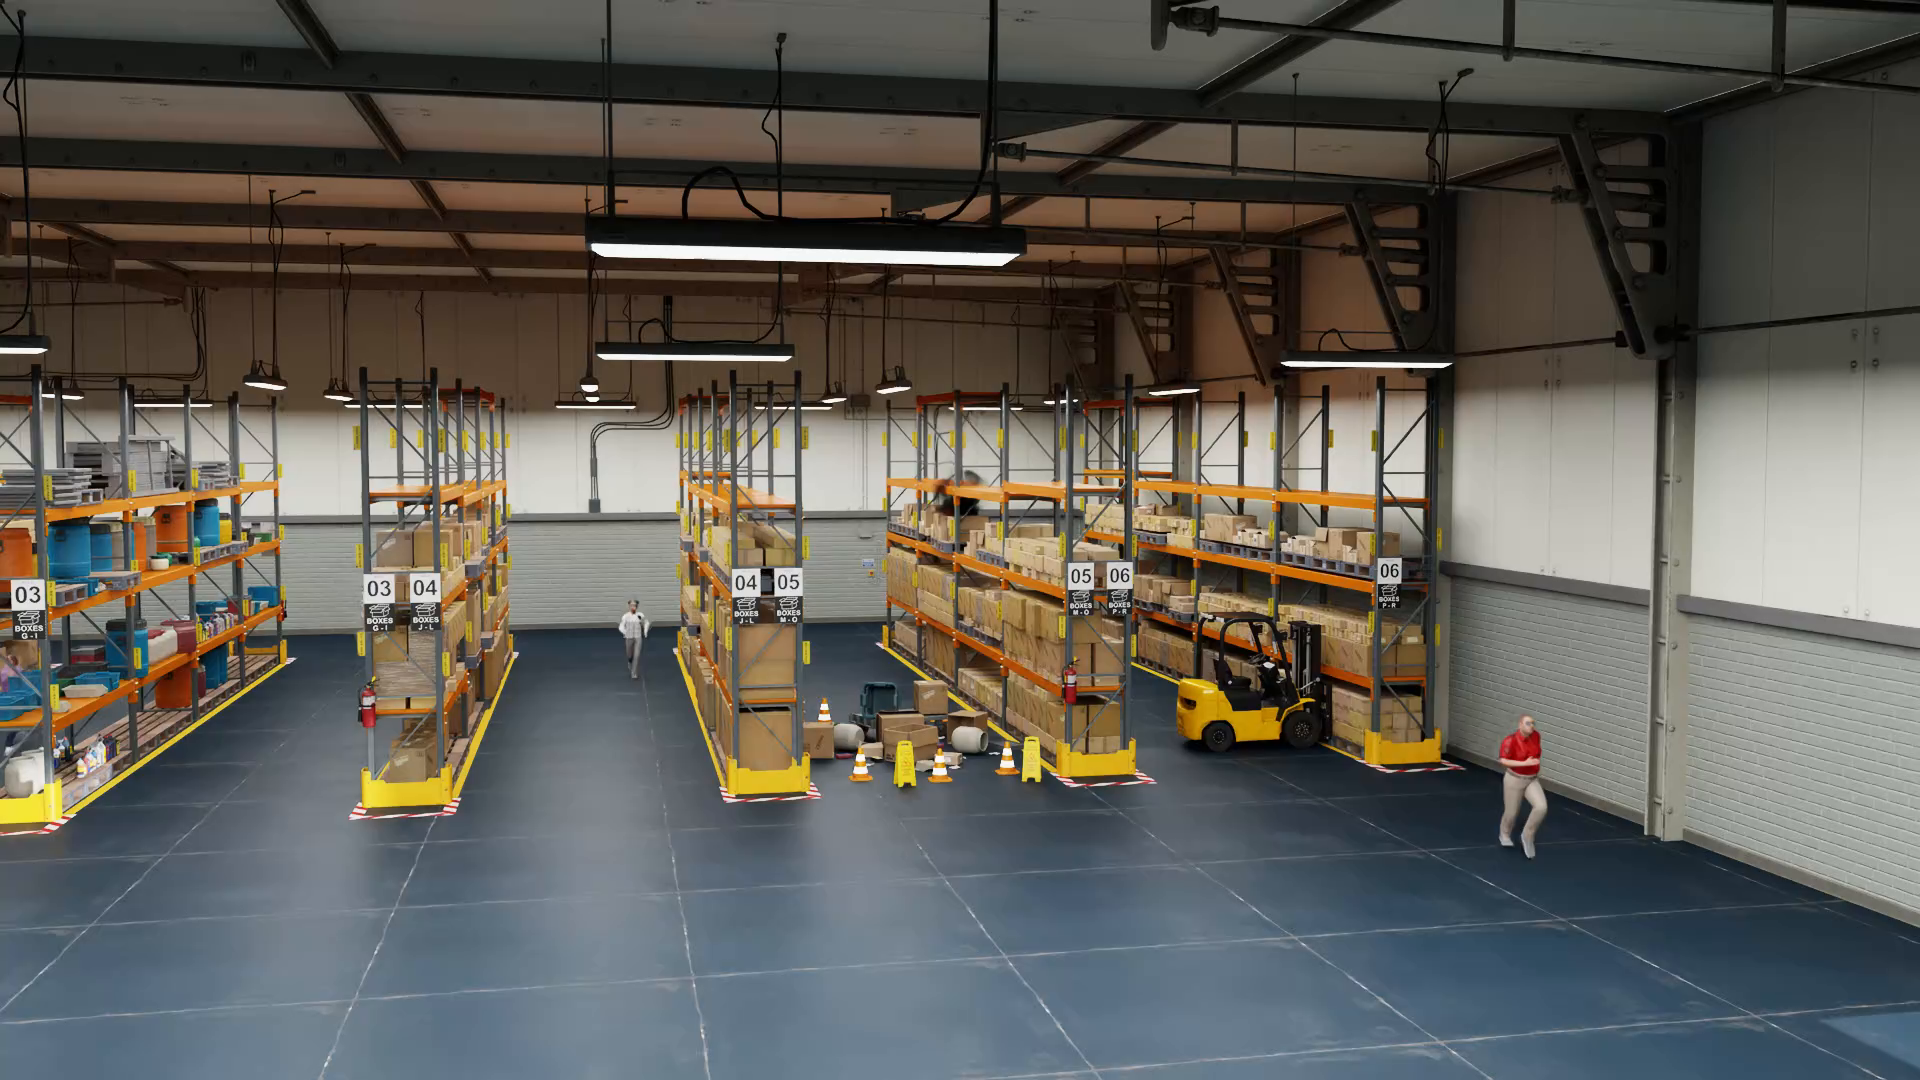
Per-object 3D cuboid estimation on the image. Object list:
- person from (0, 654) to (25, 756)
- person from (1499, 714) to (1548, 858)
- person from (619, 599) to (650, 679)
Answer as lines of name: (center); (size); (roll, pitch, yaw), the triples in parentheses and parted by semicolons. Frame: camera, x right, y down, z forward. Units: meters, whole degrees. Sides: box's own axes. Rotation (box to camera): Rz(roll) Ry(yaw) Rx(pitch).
person: (-15.331, 2.633, 26.894); (0.517, 1.584, 0.983); (-1, 3, -11)
person: (6.798, 2.957, 20.103); (0.690, 1.748, 0.848); (-1, 4, -15)
person: (-6.888, 2.080, 35.200); (0.632, 1.661, 0.862); (-1, 3, -11)
